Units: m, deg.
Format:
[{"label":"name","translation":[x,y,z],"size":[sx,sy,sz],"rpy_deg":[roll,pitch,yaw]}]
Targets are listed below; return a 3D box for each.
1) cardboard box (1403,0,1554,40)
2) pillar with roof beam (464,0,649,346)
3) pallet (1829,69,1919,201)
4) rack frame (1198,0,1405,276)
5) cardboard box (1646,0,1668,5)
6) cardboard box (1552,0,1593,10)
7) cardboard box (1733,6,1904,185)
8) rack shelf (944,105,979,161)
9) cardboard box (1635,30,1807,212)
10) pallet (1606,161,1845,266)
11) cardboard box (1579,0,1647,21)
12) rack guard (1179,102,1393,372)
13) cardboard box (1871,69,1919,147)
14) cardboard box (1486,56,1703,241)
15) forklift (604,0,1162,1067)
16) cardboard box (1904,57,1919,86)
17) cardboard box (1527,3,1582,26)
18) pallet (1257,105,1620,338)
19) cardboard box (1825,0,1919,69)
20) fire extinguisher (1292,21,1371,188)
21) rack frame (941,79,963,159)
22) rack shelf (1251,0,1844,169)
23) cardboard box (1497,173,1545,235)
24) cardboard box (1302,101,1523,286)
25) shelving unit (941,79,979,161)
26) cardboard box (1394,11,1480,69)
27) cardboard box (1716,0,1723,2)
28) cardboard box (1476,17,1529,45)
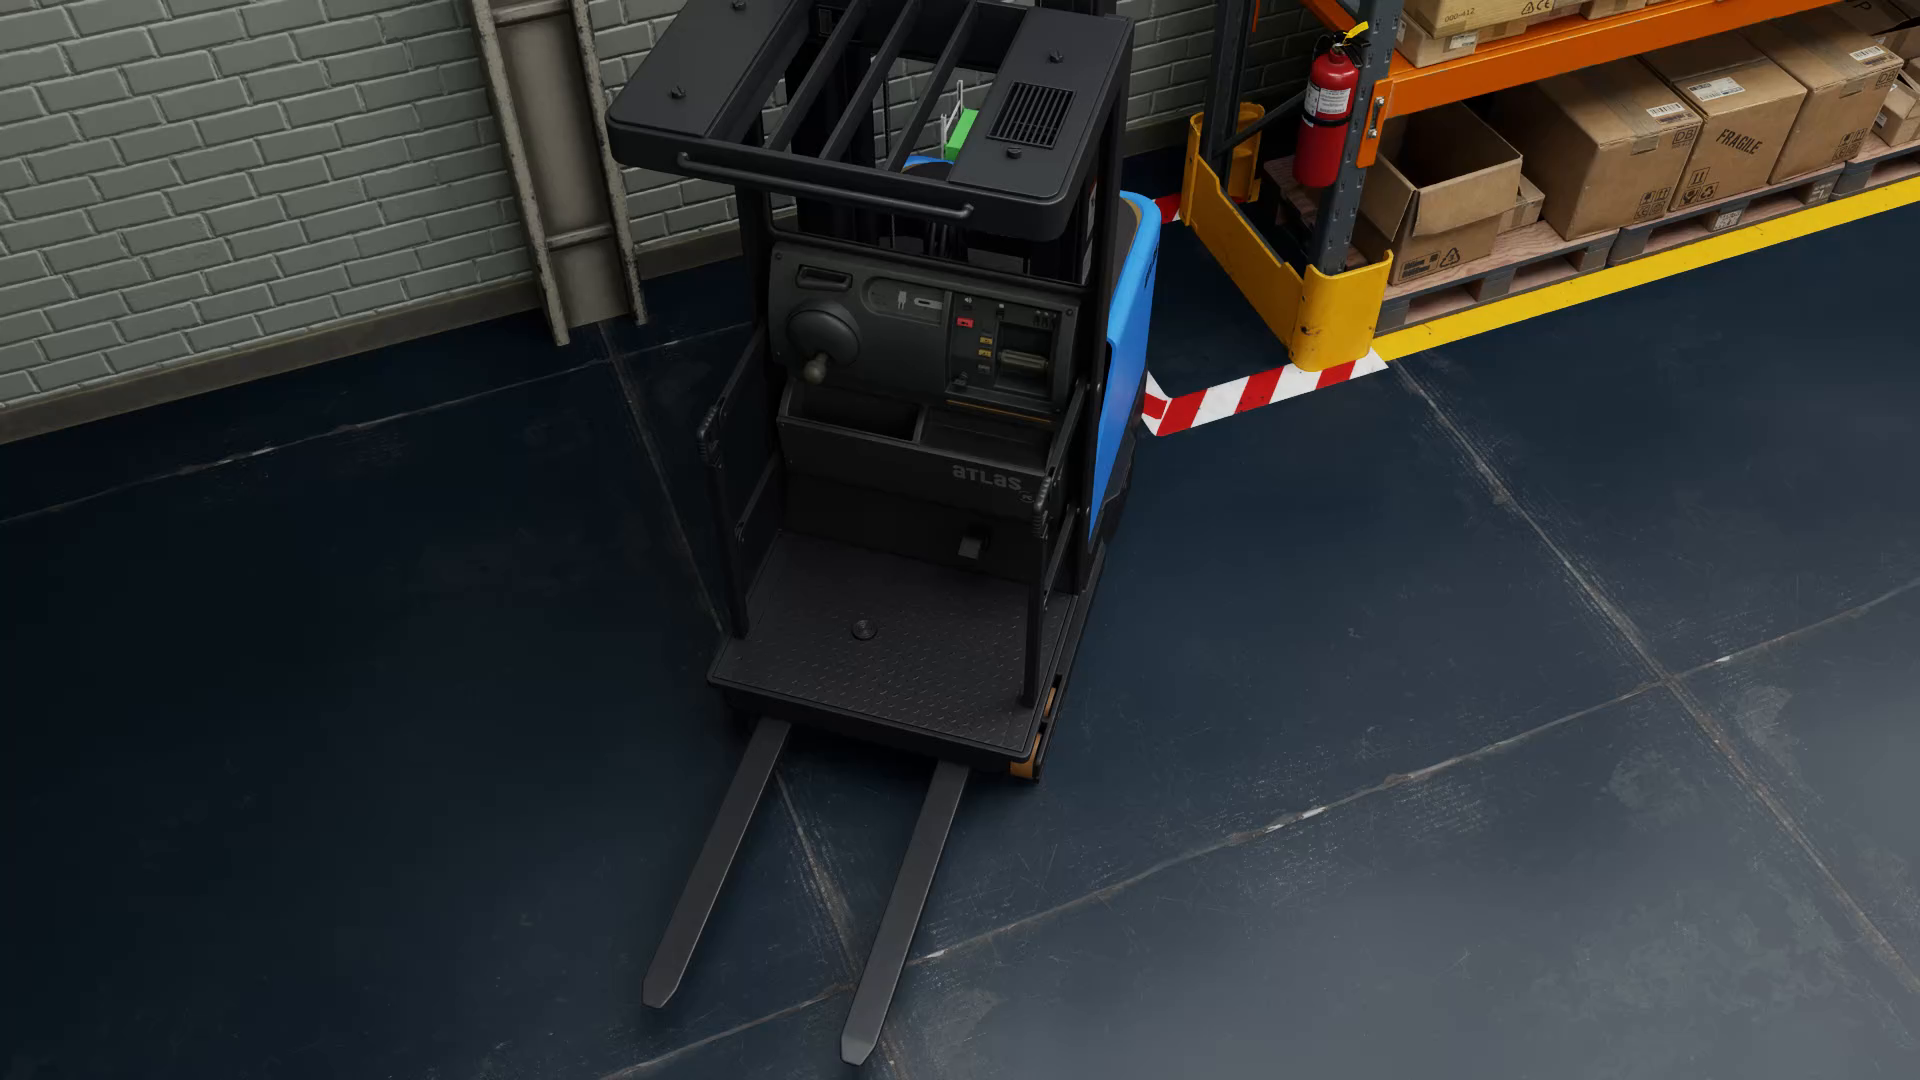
[{"label":"cardboard box","translation":[1.800,-2.080,5.962],"size":[0.500,0.250,0.500],"rpy_deg":[-17,51,-14]},{"label":"pillar with roof beam","translation":[0.069,-0.881,1.075],"size":[0.400,9.000,9.100],"rpy_deg":[-17,52,-14]},{"label":"pallet","translation":[4.345,-2.133,7.943],"size":[1.213,0.211,1.003],"rpy_deg":[-17,52,-14]},{"label":"rack frame","translation":[1.278,-2.091,6.068],"size":[0.127,3.000,1.000],"rpy_deg":[-17,52,-14]},{"label":"cardboard box","translation":[2.635,-2.225,6.350],"size":[0.250,0.149,0.380],"rpy_deg":[-16,51,-14]},{"label":"cardboard box","translation":[2.266,-2.225,6.086],"size":[0.500,0.250,0.500],"rpy_deg":[-17,51,-14]},{"label":"cardboard box","translation":[3.647,-2.038,7.394],"size":[0.500,0.500,0.700],"rpy_deg":[-19,52,-16]},{"label":"rack shelf","translation":[0.206,-1.439,6.146],"size":[0.480,0.148,0.258],"rpy_deg":[12,50,10]},{"label":"cardboard box","translation":[3.213,-1.821,7.208],"size":[0.500,0.500,0.500],"rpy_deg":[-16,51,-14]},{"label":"pallet","translation":[3.214,-1.780,7.640],"size":[1.213,0.211,1.003],"rpy_deg":[-17,52,-14]},{"label":"cardboard box","translation":[2.391,-2.145,6.281],"size":[0.250,0.149,0.380],"rpy_deg":[-16,51,-13]},{"label":"rack guard","translation":[1.348,-1.298,7.035],"size":[0.348,0.500,1.175],"rpy_deg":[-17,52,-14]},{"label":"cardboard box","translation":[4.246,-2.016,7.529],"size":[0.258,0.266,0.396],"rpy_deg":[-16,51,-13]},{"label":"cardboard box","translation":[2.686,-1.740,7.138],"size":[0.500,0.500,0.700],"rpy_deg":[-15,51,-13]},{"label":"forklift","translation":[-0.176,-0.500,4.748],"size":[1.130,2.935,3.031],"rpy_deg":[13,51,11]},{"label":"cardboard box","translation":[4.576,-2.080,7.662],"size":[0.250,0.149,0.380],"rpy_deg":[-19,52,-15]},{"label":"cardboard box","translation":[2.134,-2.116,6.255],"size":[0.250,0.149,0.380],"rpy_deg":[-18,52,-15]},{"label":"pallet","translation":[2.086,-1.433,7.342],"size":[1.213,0.211,1.003],"rpy_deg":[-17,52,-14]},{"label":"cardboard box","translation":[4.280,-2.475,7.894],"size":[0.500,0.311,0.500],"rpy_deg":[-16,51,-13]},{"label":"fire extinguisher","translation":[1.316,-1.577,5.924],"size":[0.183,0.674,0.296],"rpy_deg":[-17,52,-14]},{"label":"rack frame","translation":[-0.028,-1.218,6.505],"size":[0.015,1.200,0.240],"rpy_deg":[12,50,10]},{"label":"rack shelf","translation":[3.129,-2.430,6.834],"size":[4.000,0.370,1.077],"rpy_deg":[-17,52,-14]},{"label":"cardboard box","translation":[2.288,-1.502,7.165],"size":[0.250,0.149,0.380],"rpy_deg":[-19,52,-16]},{"label":"cardboard box","translation":[1.880,-1.523,6.950],"size":[0.637,0.503,0.797],"rpy_deg":[-19,52,-16]},{"label":"shelving unit","translation":[0.206,-1.167,6.462],"size":[0.503,1.200,0.258],"rpy_deg":[12,50,10]},{"label":"cardboard box","translation":[1.686,-1.911,6.079],"size":[0.250,0.149,0.380],"rpy_deg":[-18,52,-15]},{"label":"cardboard box","translation":[2.897,-2.245,6.367],"size":[0.250,0.149,0.380],"rpy_deg":[-19,52,-15]},{"label":"cardboard box","translation":[1.904,-2.016,6.170],"size":[0.250,0.149,0.380],"rpy_deg":[-16,51,-13]}]
